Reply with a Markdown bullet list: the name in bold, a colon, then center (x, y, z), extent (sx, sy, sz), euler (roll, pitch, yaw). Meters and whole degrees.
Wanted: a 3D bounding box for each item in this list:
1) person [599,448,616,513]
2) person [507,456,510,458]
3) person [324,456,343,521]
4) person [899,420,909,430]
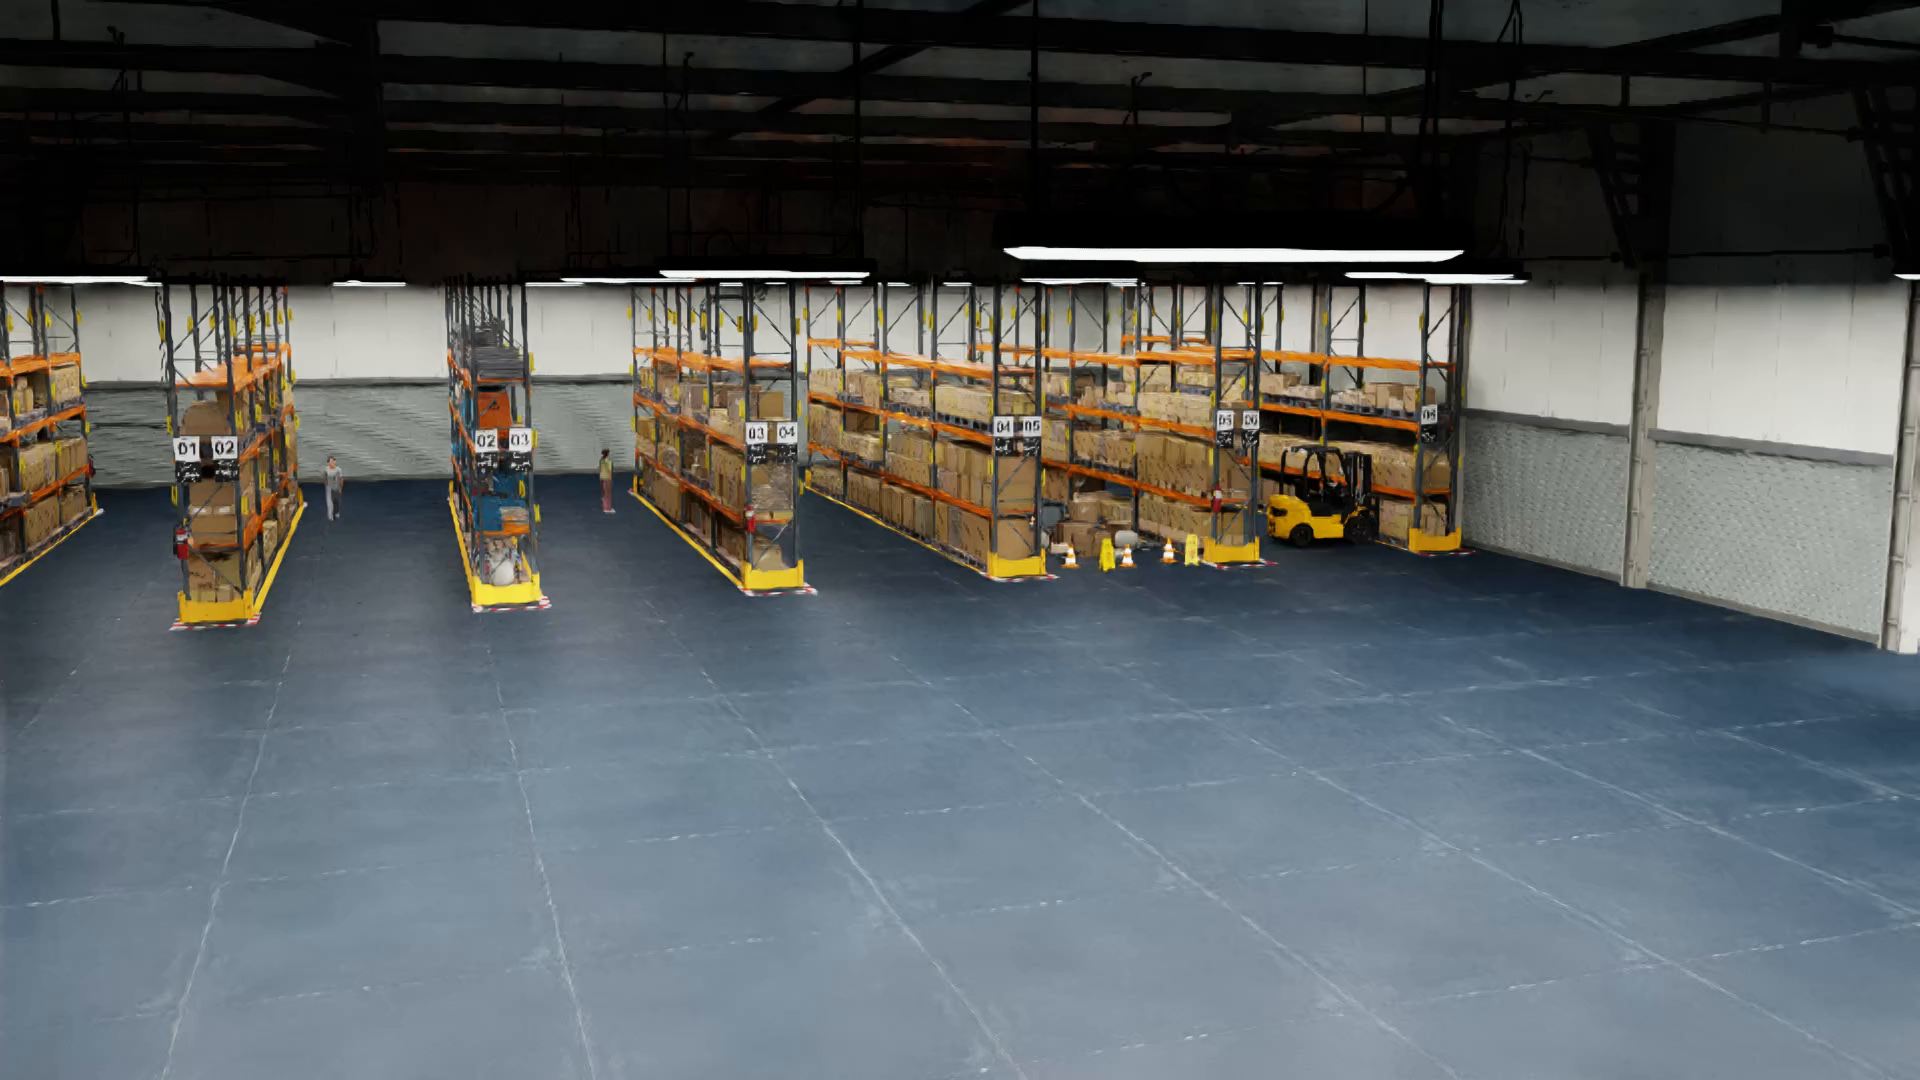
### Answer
- **person**: center (-9.016, -1.533, 42.581), extent (0.498, 1.675, 0.441), euler (8, 11, 41)
- **person**: center (-12.027, -1.875, 44.623), extent (0.404, 1.736, 0.685), euler (-5, 10, -29)
- **person**: center (-15.553, -1.302, 41.311), extent (0.445, 1.591, 1.110), euler (-3, 9, -21)
- **person**: center (-1.604, -2.838, 51.026), extent (0.721, 1.771, 0.473), euler (8, 12, 43)
